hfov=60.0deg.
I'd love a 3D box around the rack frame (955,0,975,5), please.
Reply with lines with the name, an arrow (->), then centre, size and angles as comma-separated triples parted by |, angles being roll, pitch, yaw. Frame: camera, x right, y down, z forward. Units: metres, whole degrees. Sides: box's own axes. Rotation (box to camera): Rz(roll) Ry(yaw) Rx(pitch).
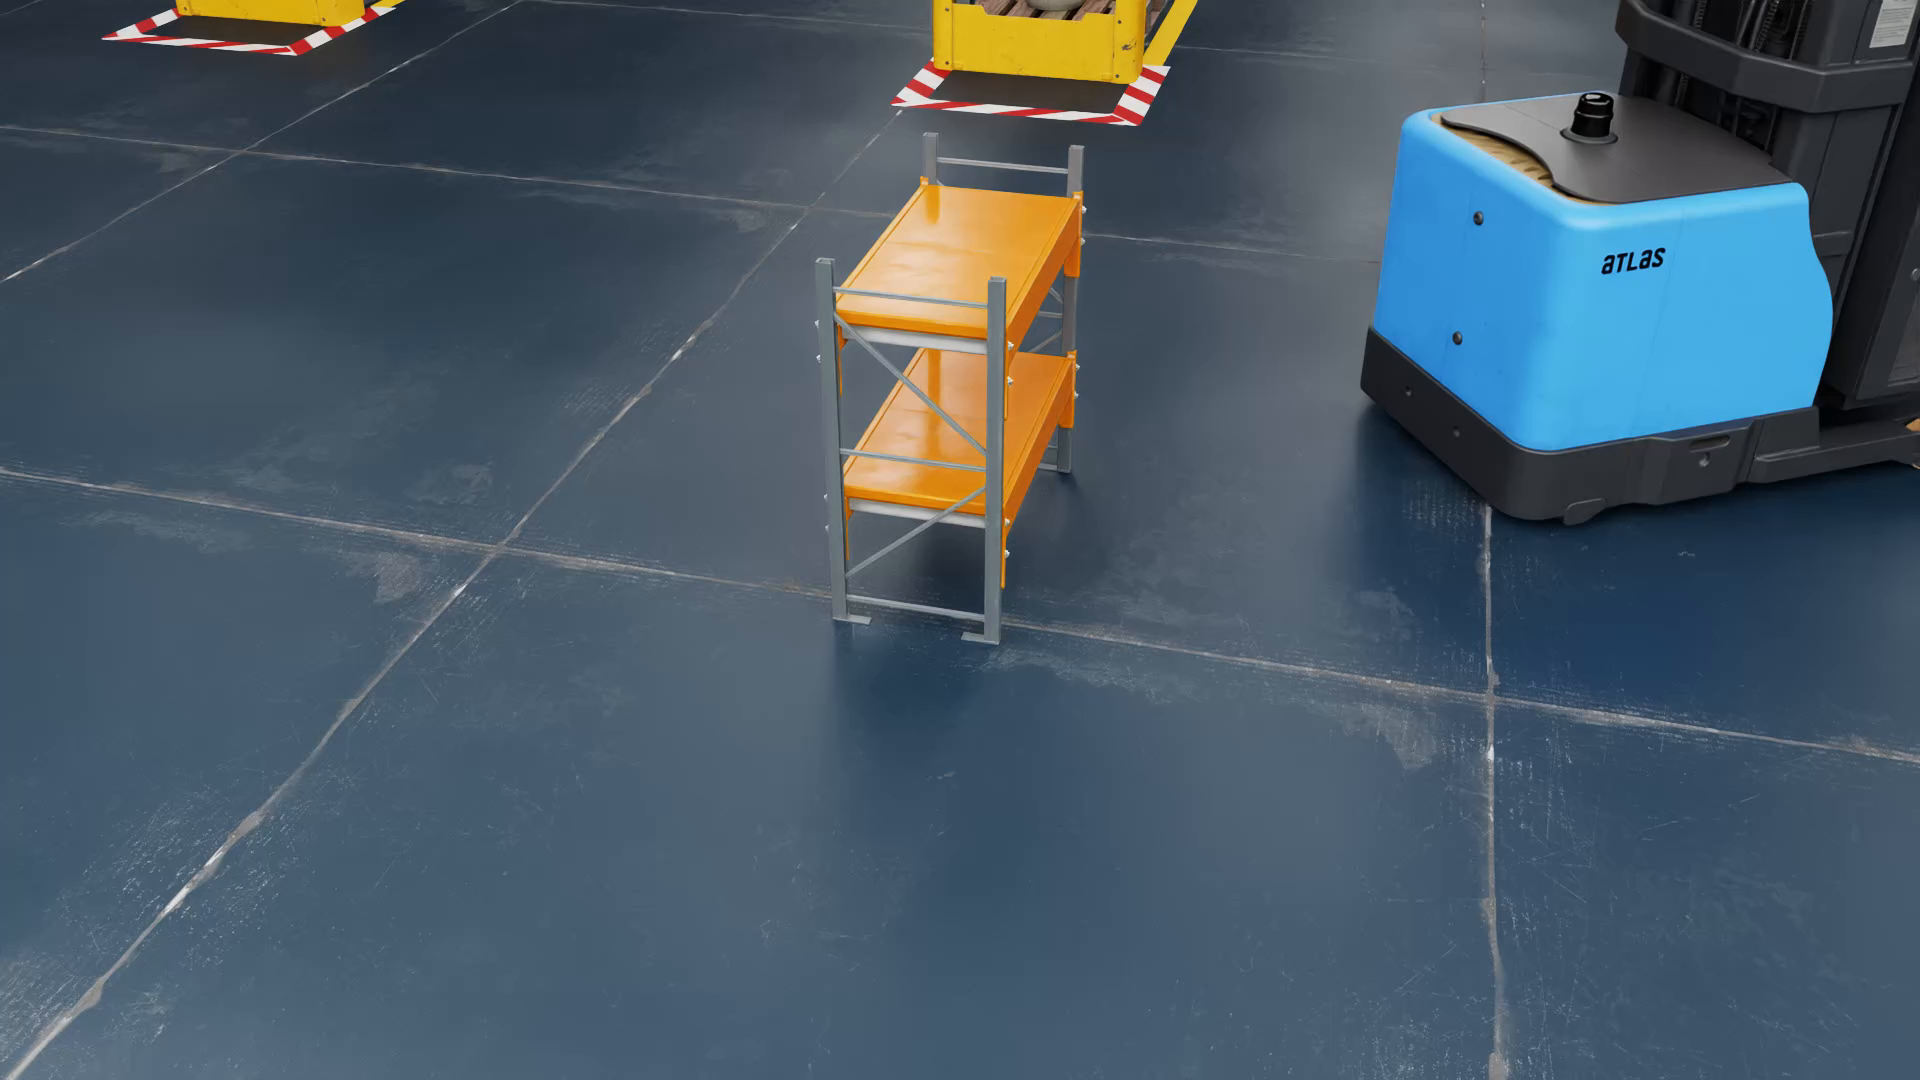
rack frame -> 0.469, -3.914, 8.610 | 1.000, 3.000, 0.127 | 8, 33, 12

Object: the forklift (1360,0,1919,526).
forklift -> 3.014, -1.739, 5.253 | 3.031, 2.935, 1.130 | -10, 34, -15

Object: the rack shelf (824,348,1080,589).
rack shelf -> 0.002, -0.272, 5.085 | 0.538, 0.278, 1.000 | 8, 33, 12

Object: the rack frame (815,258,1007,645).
rack frame -> -0.127, -0.214, 4.539 | 0.500, 1.125, 0.032 | 8, 33, 12

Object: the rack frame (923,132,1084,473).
rack frame -> 0.131, -0.742, 5.369 | 0.500, 1.125, 0.032 | 8, 33, 12

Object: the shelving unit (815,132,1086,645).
shelving unit -> 0.002, -0.478, 4.954 | 0.538, 1.125, 1.048 | 8, 33, 12

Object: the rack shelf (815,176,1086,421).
rack shelf -> 0.002, -0.725, 4.797 | 0.538, 0.278, 1.000 | 8, 33, 12

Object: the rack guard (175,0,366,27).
rack guard -> -4.327, -3.523, 10.325 | 1.175, 0.500, 0.348 | 8, 33, 12

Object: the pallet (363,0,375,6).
pallet -> -4.168, -3.816, 11.056 | 1.003, 0.211, 1.213 | 8, 33, 12

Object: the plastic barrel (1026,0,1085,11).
plastic barrel -> 0.562, -3.393, 9.719 | 0.421, 0.512, 0.421 | 0, 32, 0
